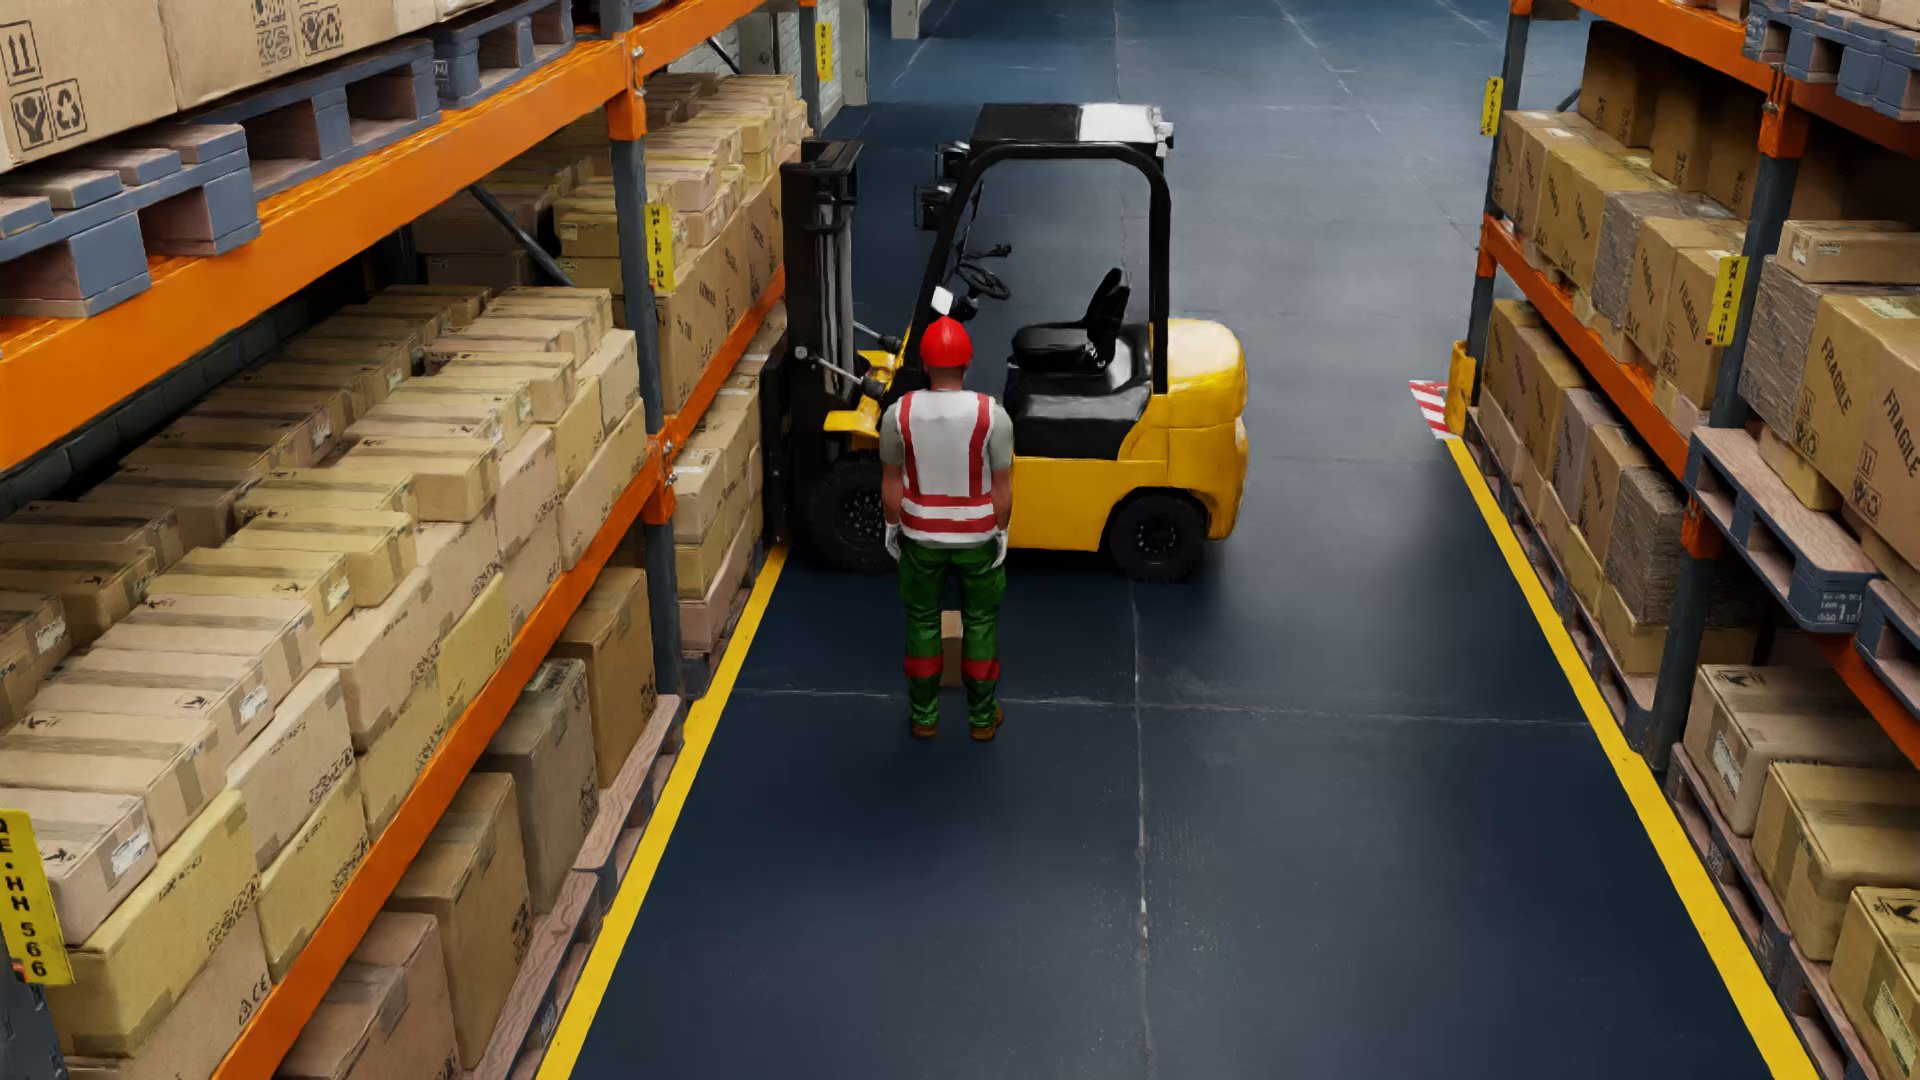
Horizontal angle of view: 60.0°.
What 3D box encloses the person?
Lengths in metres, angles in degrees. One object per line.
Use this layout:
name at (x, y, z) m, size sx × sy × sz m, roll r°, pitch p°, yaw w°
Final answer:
person at (-0.048, -0.027, 6.656) m, size 0.525 × 1.788 × 0.341 m, roll 2°, pitch 24°, yaw 5°
